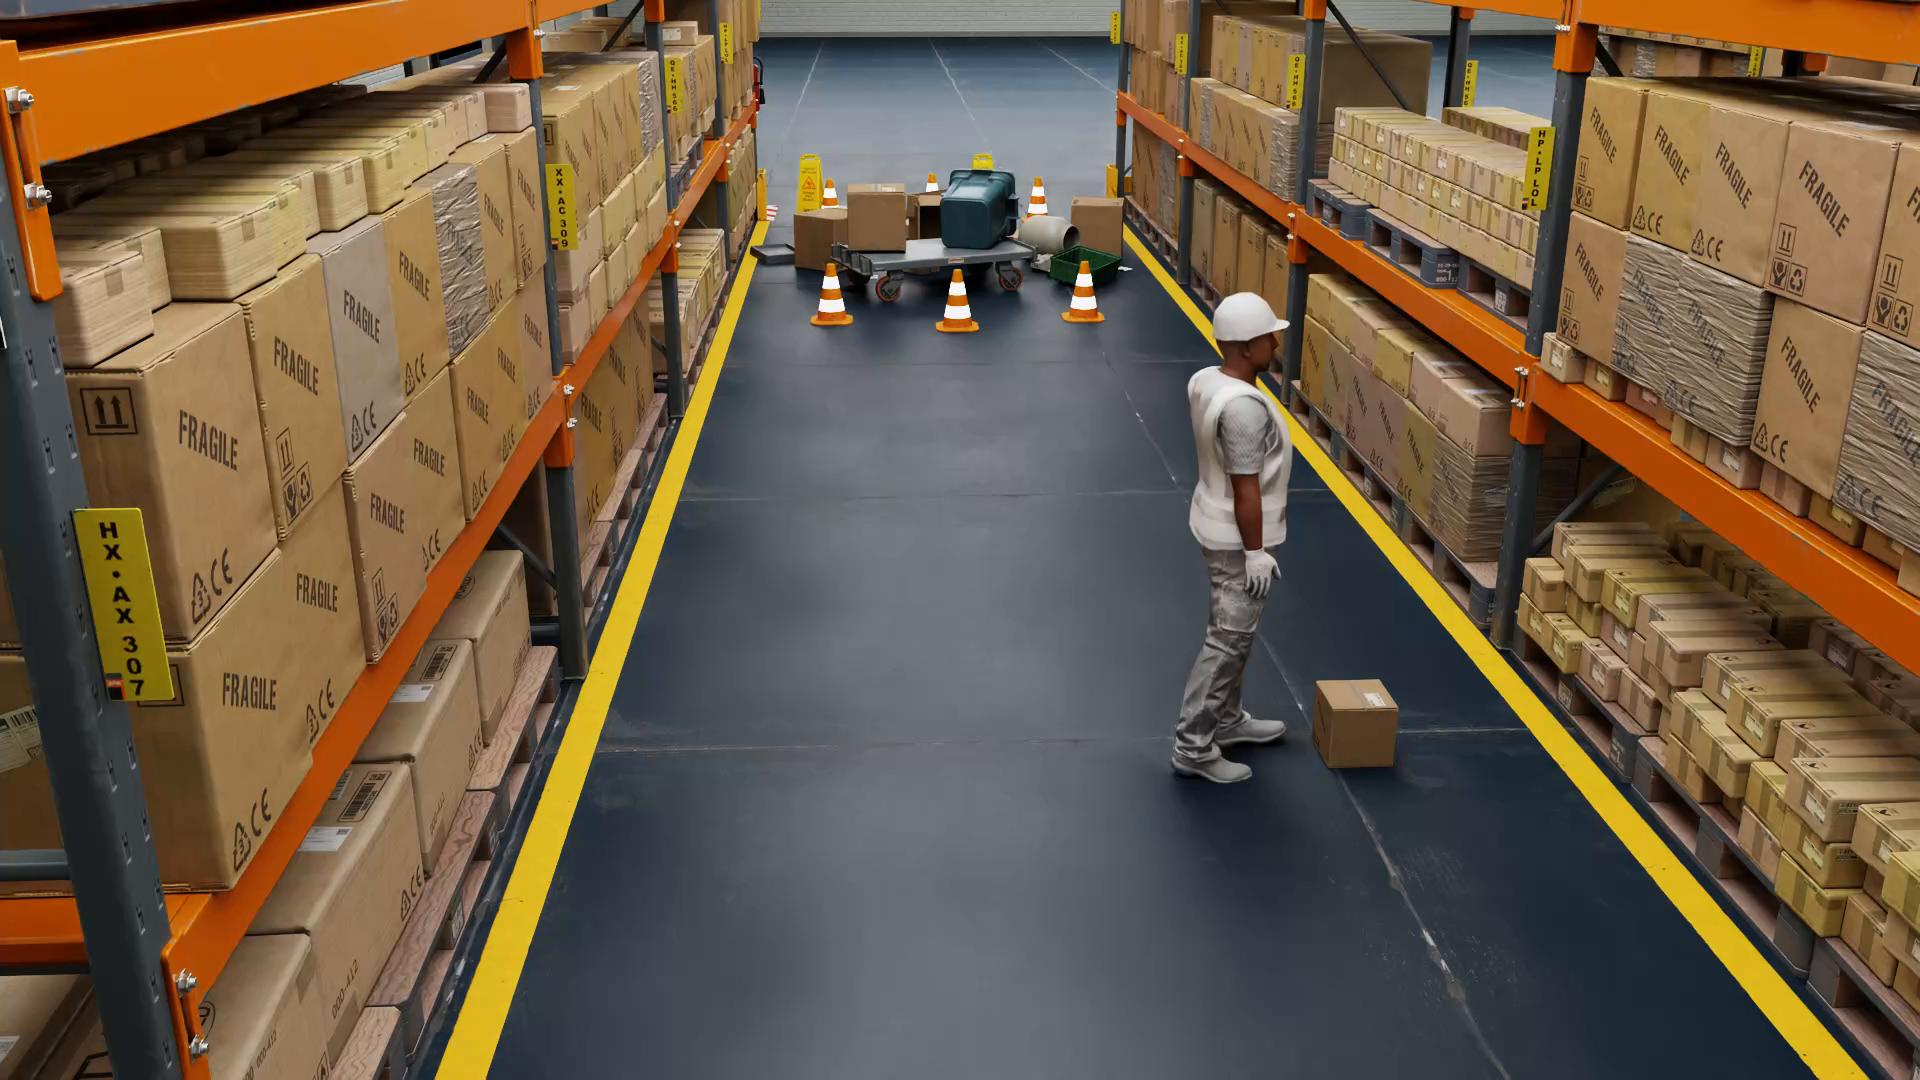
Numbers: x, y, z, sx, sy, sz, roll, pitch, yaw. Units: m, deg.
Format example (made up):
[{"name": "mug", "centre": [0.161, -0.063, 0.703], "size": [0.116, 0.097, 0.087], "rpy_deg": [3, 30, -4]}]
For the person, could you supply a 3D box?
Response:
[{"name": "person", "centre": [1.031, -0.007, 6.082], "size": [0.497, 1.806, 0.558], "rpy_deg": [-1, 20, -2]}]
